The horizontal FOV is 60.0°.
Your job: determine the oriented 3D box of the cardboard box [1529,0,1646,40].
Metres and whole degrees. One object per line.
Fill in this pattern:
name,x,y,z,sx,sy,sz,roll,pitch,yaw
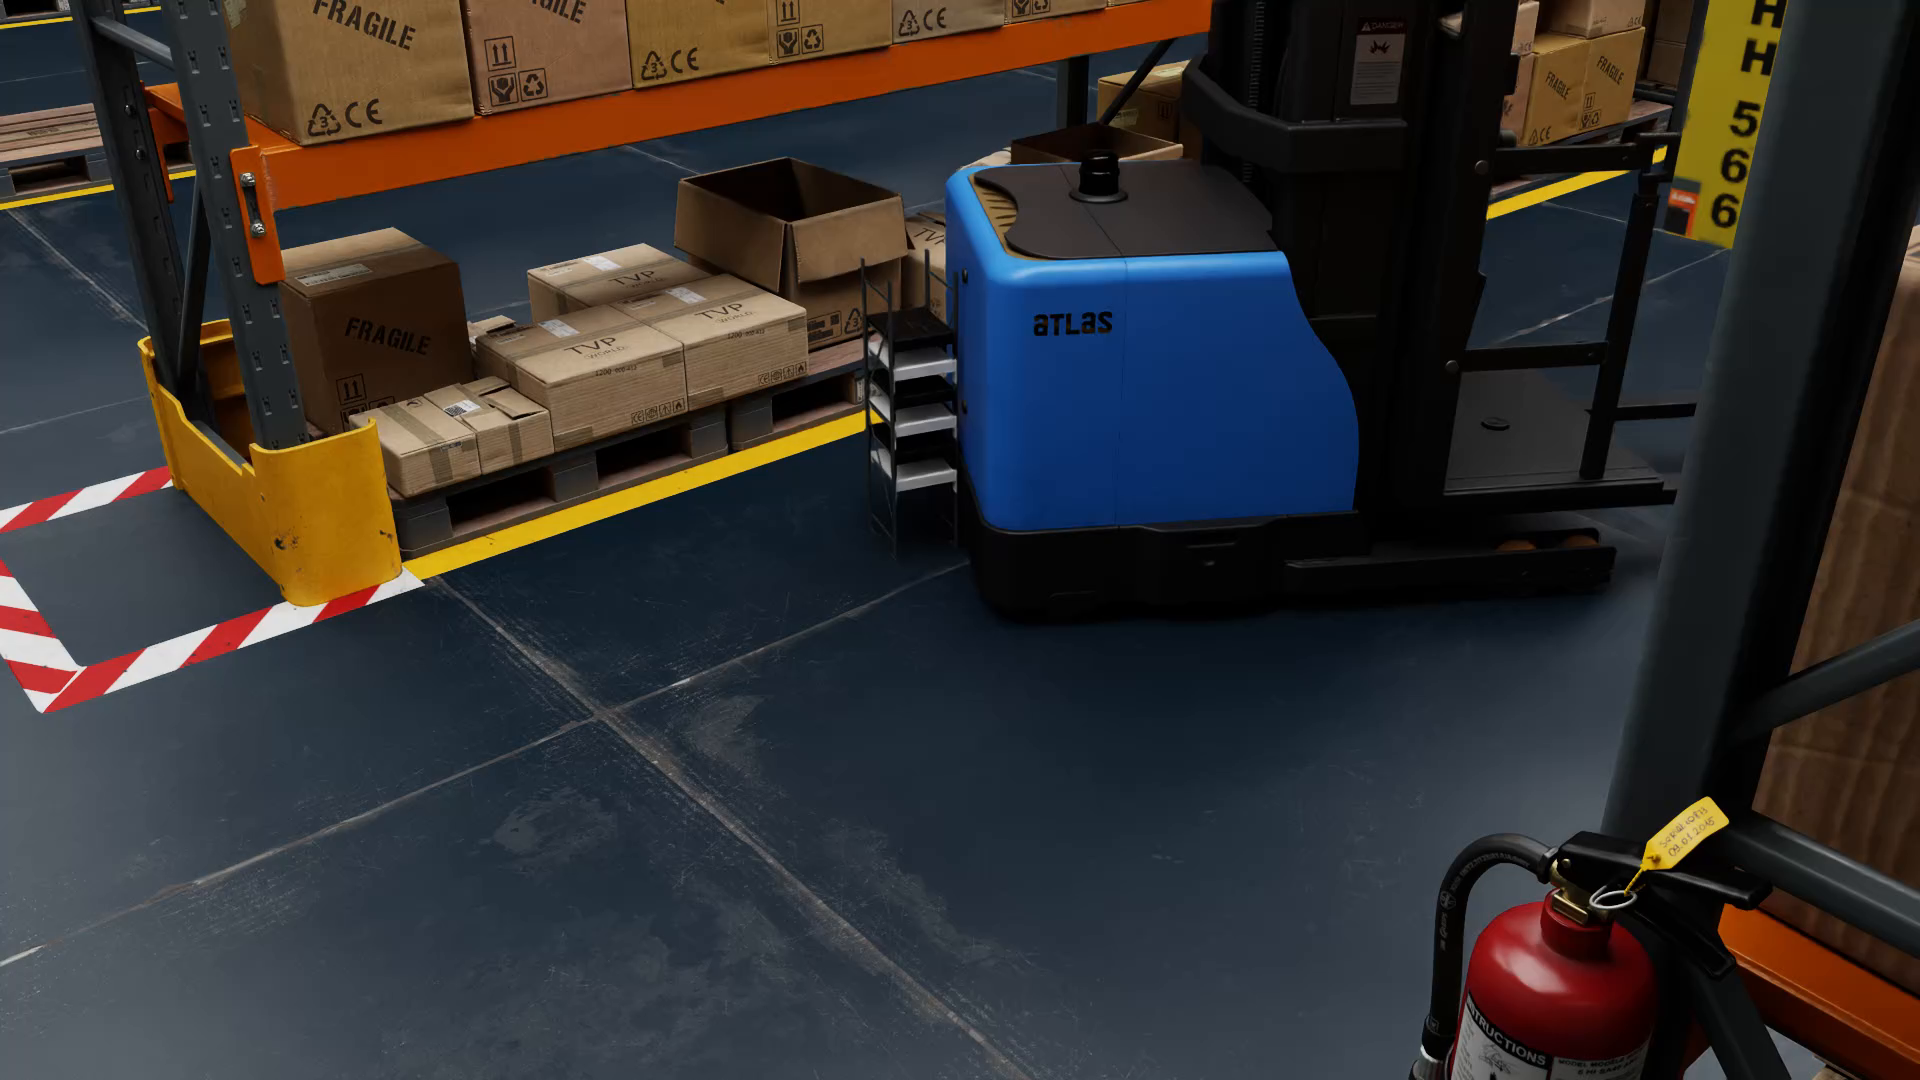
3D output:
cardboard box,3.248,-2.833,8.758,0.500,0.250,0.500,-20,34,-33

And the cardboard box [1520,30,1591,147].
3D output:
cardboard box,2.894,-2.363,8.674,0.500,0.500,0.500,-23,36,-37

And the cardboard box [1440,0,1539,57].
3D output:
cardboard box,2.472,-2.518,8.170,0.500,0.250,0.500,-23,36,-36

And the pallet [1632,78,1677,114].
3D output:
pallet,4.499,-2.808,10.280,1.213,0.211,1.003,-22,35,-35

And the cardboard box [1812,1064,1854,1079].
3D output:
cardboard box,1.447,1.090,2.234,0.500,0.500,0.700,-22,35,-35

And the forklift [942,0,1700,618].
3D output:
forklift,1.501,-1.369,4.703,3.031,2.935,1.130,-4,28,-7

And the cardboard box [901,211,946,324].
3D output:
cardboard box,-0.016,-1.079,6.472,0.500,0.311,0.500,-22,35,-35

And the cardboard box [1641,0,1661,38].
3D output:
cardboard box,4.086,-3.268,10.059,0.500,0.311,0.500,-21,34,-34

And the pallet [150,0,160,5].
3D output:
pallet,-6.252,-4.695,13.811,1.213,0.211,1.003,-22,35,-35

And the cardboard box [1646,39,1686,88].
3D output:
cardboard box,4.436,-2.827,9.829,0.500,0.250,0.500,-22,35,-35

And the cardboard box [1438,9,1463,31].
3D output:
cardboard box,2.091,-2.365,7.882,0.500,0.250,0.500,-22,35,-35

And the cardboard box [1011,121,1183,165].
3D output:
cardboard box,0.555,-1.391,6.857,0.500,0.500,0.500,-22,35,-35

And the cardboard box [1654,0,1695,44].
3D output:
cardboard box,4.436,-3.074,9.697,0.500,0.311,0.500,-21,34,-33

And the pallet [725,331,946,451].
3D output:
pallet,-0.648,-0.761,6.450,1.213,0.211,1.003,-22,35,-35

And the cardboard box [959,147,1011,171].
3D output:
cardboard box,0.344,-1.533,7.322,0.500,0.311,0.500,-22,35,-35

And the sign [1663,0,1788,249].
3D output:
sign,0.637,-0.391,1.320,0.005,0.325,0.100,-22,35,-35

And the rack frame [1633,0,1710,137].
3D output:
rack frame,3.847,-3.800,9.177,0.127,3.000,1.000,-22,35,-35

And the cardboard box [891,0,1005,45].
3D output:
cardboard box,-0.190,-2.059,5.814,0.500,0.500,0.500,-21,35,-34

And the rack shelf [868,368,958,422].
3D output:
rack shelf,-0.149,-0.452,5.021,0.200,0.077,0.258,-11,30,-20

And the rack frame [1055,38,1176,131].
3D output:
rack frame,0.804,-2.576,6.888,0.127,3.000,1.000,-22,35,-35

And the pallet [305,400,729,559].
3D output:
pallet,-1.575,-0.390,5.756,1.213,0.211,1.003,-22,35,-35

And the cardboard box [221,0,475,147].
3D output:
cardboard box,-1.730,-1.438,4.651,0.500,0.500,0.500,-21,35,-34

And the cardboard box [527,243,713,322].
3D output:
cardboard box,-1.243,-0.868,6.142,0.500,0.250,0.500,-22,35,-35

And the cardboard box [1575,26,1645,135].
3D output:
cardboard box,3.288,-2.521,8.970,0.500,0.500,0.500,-20,34,-33

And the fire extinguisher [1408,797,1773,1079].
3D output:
fire extinguisher,0.565,0.502,1.606,0.183,0.674,0.296,-22,35,-35

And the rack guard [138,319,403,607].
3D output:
rack guard,-2.181,-0.273,5.230,0.348,0.500,1.175,-22,35,-35

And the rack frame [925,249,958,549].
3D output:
rack frame,-0.055,-0.421,5.083,0.006,0.900,0.240,-11,30,-20

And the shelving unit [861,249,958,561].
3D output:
shelving unit,-0.149,-0.402,5.048,0.210,0.900,0.258,-11,30,-20

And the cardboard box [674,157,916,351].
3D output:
cardboard box,-0.622,-1.092,6.293,0.637,0.503,0.797,-22,35,-35

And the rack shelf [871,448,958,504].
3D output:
rack shelf,-0.149,-0.214,5.149,0.200,0.077,0.258,-11,30,-20

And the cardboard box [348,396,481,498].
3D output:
cardboard box,-1.697,-0.294,5.175,0.250,0.149,0.380,-22,35,-35

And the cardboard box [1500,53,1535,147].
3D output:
cardboard box,2.499,-2.200,8.369,0.500,0.500,0.500,-23,36,-37

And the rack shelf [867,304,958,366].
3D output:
rack shelf,-0.149,-0.611,4.937,0.200,0.077,0.258,-11,30,-20

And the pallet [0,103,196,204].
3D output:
pallet,-4.799,-2.138,9.027,1.213,0.211,1.003,-22,35,-35

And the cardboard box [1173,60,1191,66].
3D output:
cardboard box,1.375,-2.069,8.125,0.500,0.500,0.500,-22,35,-35

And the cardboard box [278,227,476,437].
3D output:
cardboard box,-1.985,-0.698,5.560,0.500,0.500,0.500,-22,35,-35

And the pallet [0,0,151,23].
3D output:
pallet,-7.181,-4.319,13.109,1.213,0.211,1.003,-22,35,-35

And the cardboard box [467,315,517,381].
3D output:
cardboard box,-1.619,-0.643,5.810,0.250,0.166,0.380,-22,35,-35

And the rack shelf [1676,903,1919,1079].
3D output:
rack shelf,2.501,0.128,2.591,4.000,0.370,1.077,-22,35,-35

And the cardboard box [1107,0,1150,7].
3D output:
cardboard box,0.590,-2.375,6.406,0.500,0.500,0.500,-21,35,-34

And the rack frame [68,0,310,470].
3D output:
rack frame,-2.239,-1.352,4.598,0.127,3.000,1.000,-22,35,-35

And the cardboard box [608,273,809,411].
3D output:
cardboard box,-0.880,-0.704,5.836,0.500,0.250,0.500,-22,35,-35

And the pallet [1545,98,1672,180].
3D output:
pallet,3.254,-2.355,9.433,1.213,0.211,1.003,-22,35,-35

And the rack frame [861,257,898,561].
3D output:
rack frame,-0.242,-0.384,5.013,0.006,0.900,0.240,-11,30,-20

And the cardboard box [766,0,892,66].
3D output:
cardboard box,-0.576,-1.902,5.521,0.500,0.500,0.500,-21,35,-34

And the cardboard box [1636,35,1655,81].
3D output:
cardboard box,4.089,-3.020,10.191,0.500,0.250,0.500,-21,35,-34

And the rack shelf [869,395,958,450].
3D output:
rack shelf,-0.149,-0.373,5.064,0.200,0.077,0.258,-11,30,-20

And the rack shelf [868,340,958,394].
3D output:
rack shelf,-0.149,-0.532,4.979,0.200,0.077,0.258,-11,30,-20

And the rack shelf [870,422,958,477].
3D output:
rack shelf,-0.149,-0.294,5.106,0.200,0.077,0.258,-11,30,-20

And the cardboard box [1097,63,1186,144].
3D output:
cardboard box,0.993,-1.921,7.848,0.500,0.500,0.500,-22,35,-35

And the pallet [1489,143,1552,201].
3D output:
pallet,2.327,-1.984,8.738,1.213,0.211,1.003,-22,35,-35

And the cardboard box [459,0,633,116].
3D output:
cardboard box,-1.341,-1.597,4.950,0.500,0.500,0.500,-22,35,-35

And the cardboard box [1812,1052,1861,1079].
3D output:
cardboard box,1.426,0.699,2.277,0.250,0.149,0.380,-22,35,-35

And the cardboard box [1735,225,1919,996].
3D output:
cardboard box,1.361,0.131,1.504,0.700,0.700,0.980,-20,34,-33

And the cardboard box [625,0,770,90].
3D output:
cardboard box,-0.958,-1.750,5.236,0.500,0.500,0.500,-22,35,-35

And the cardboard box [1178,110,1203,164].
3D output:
cardboard box,1.330,-1.728,7.486,0.500,0.500,0.500,-24,36,-37

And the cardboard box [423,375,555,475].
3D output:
cardboard box,-1.507,-0.378,5.314,0.250,0.166,0.380,-22,35,-35

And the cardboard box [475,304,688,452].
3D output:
cardboard box,-1.261,-0.551,5.549,0.500,0.250,0.500,-22,35,-35

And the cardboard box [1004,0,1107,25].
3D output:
cardboard box,0.199,-2.217,6.110,0.500,0.500,0.500,-21,34,-34

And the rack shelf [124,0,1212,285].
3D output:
rack shelf,-0.717,-1.647,5.912,4.000,0.370,1.077,-22,35,-35
